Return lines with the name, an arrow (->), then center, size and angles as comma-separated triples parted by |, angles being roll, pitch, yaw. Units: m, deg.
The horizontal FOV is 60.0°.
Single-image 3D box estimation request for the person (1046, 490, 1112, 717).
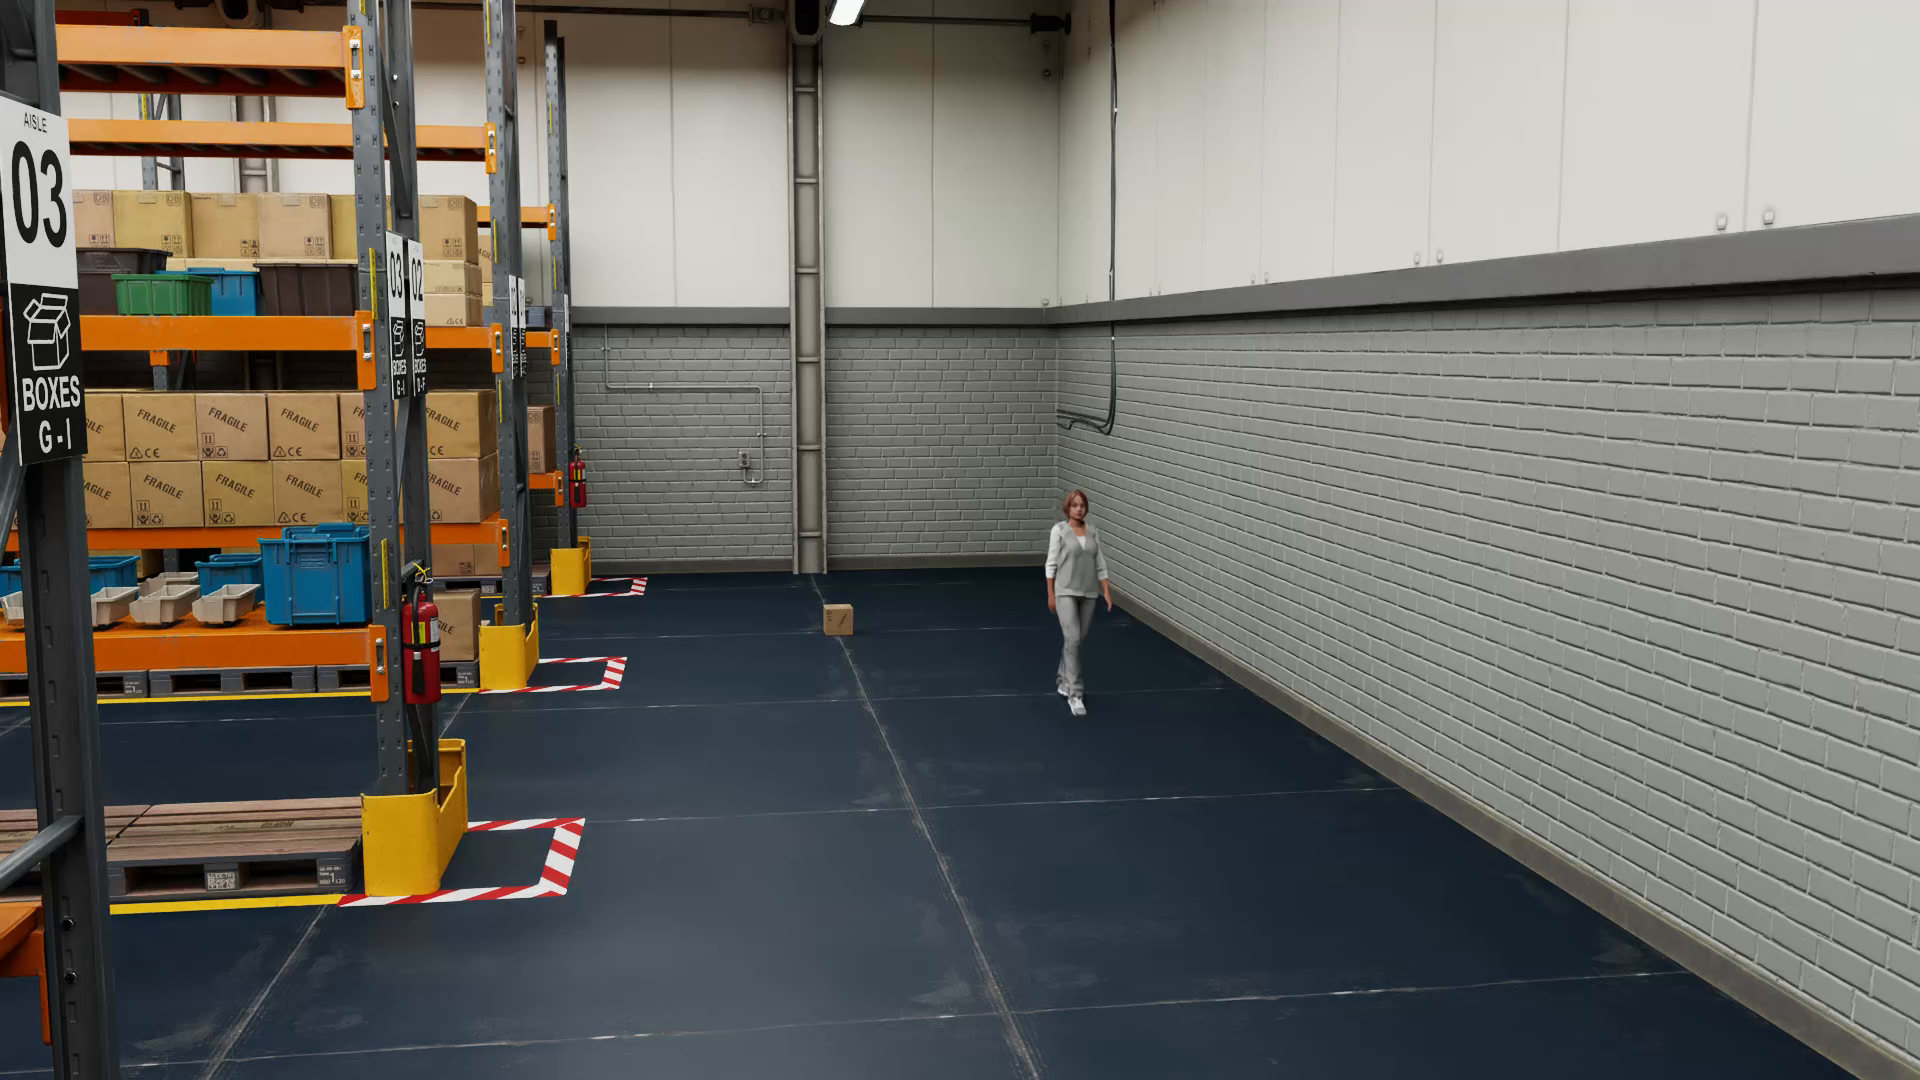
person -> 0.886, 0.447, 12.268 | 0.415, 1.629, 0.675 | -3, 7, -24
